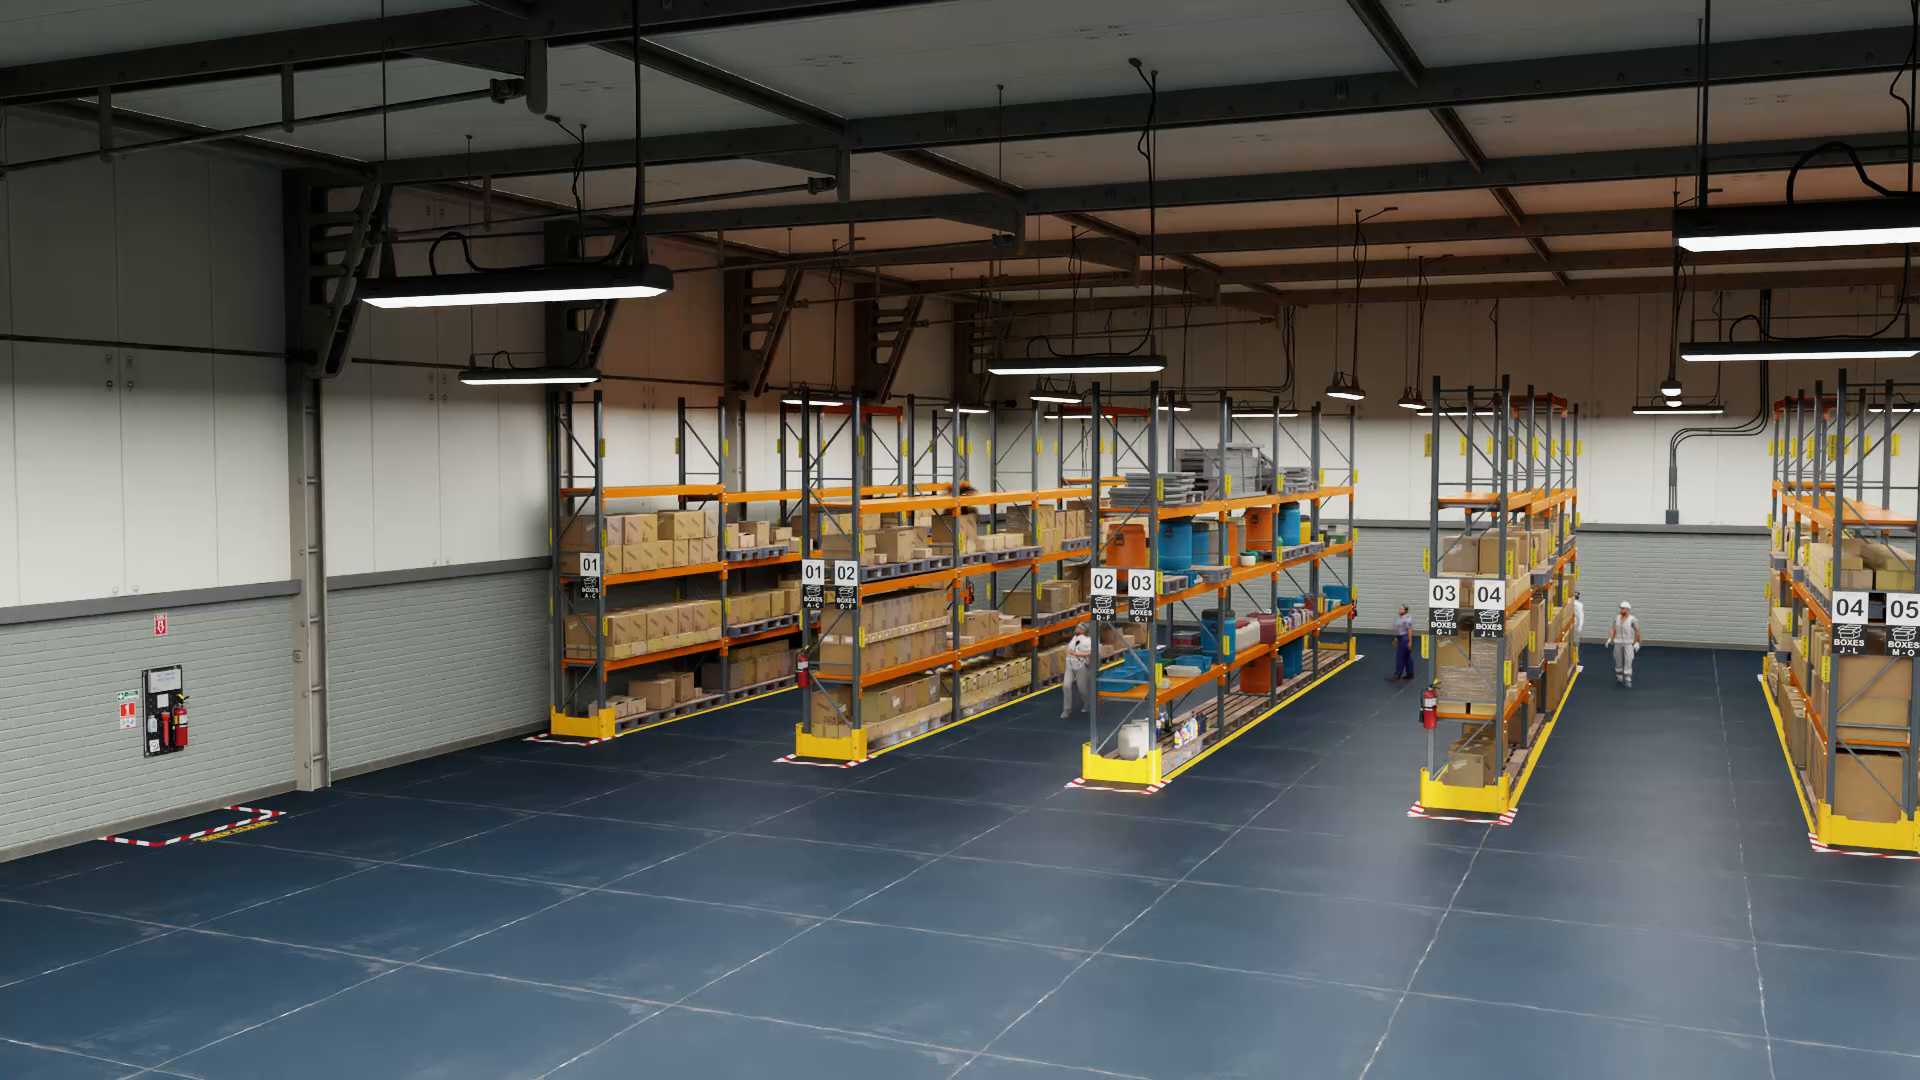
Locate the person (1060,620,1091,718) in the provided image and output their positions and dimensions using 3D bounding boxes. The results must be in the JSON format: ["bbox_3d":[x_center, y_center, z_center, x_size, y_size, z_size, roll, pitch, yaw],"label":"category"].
[{"bbox_3d":[2.235,2.413,31.077,0.561,1.828,0.800,2,4,28],"label":"person"}]

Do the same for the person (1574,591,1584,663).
[{"bbox_3d":[14.380,2.046,39.022,0.504,1.747,0.426,2,4,30],"label":"person"}]

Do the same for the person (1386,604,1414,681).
[{"bbox_3d":[9.496,2.201,35.891,0.613,1.634,0.498,0,3,6],"label":"person"}]

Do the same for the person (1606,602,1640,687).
[{"bbox_3d":[13.937,2.179,34.968,0.664,1.743,0.975,1,3,22],"label":"person"}]
